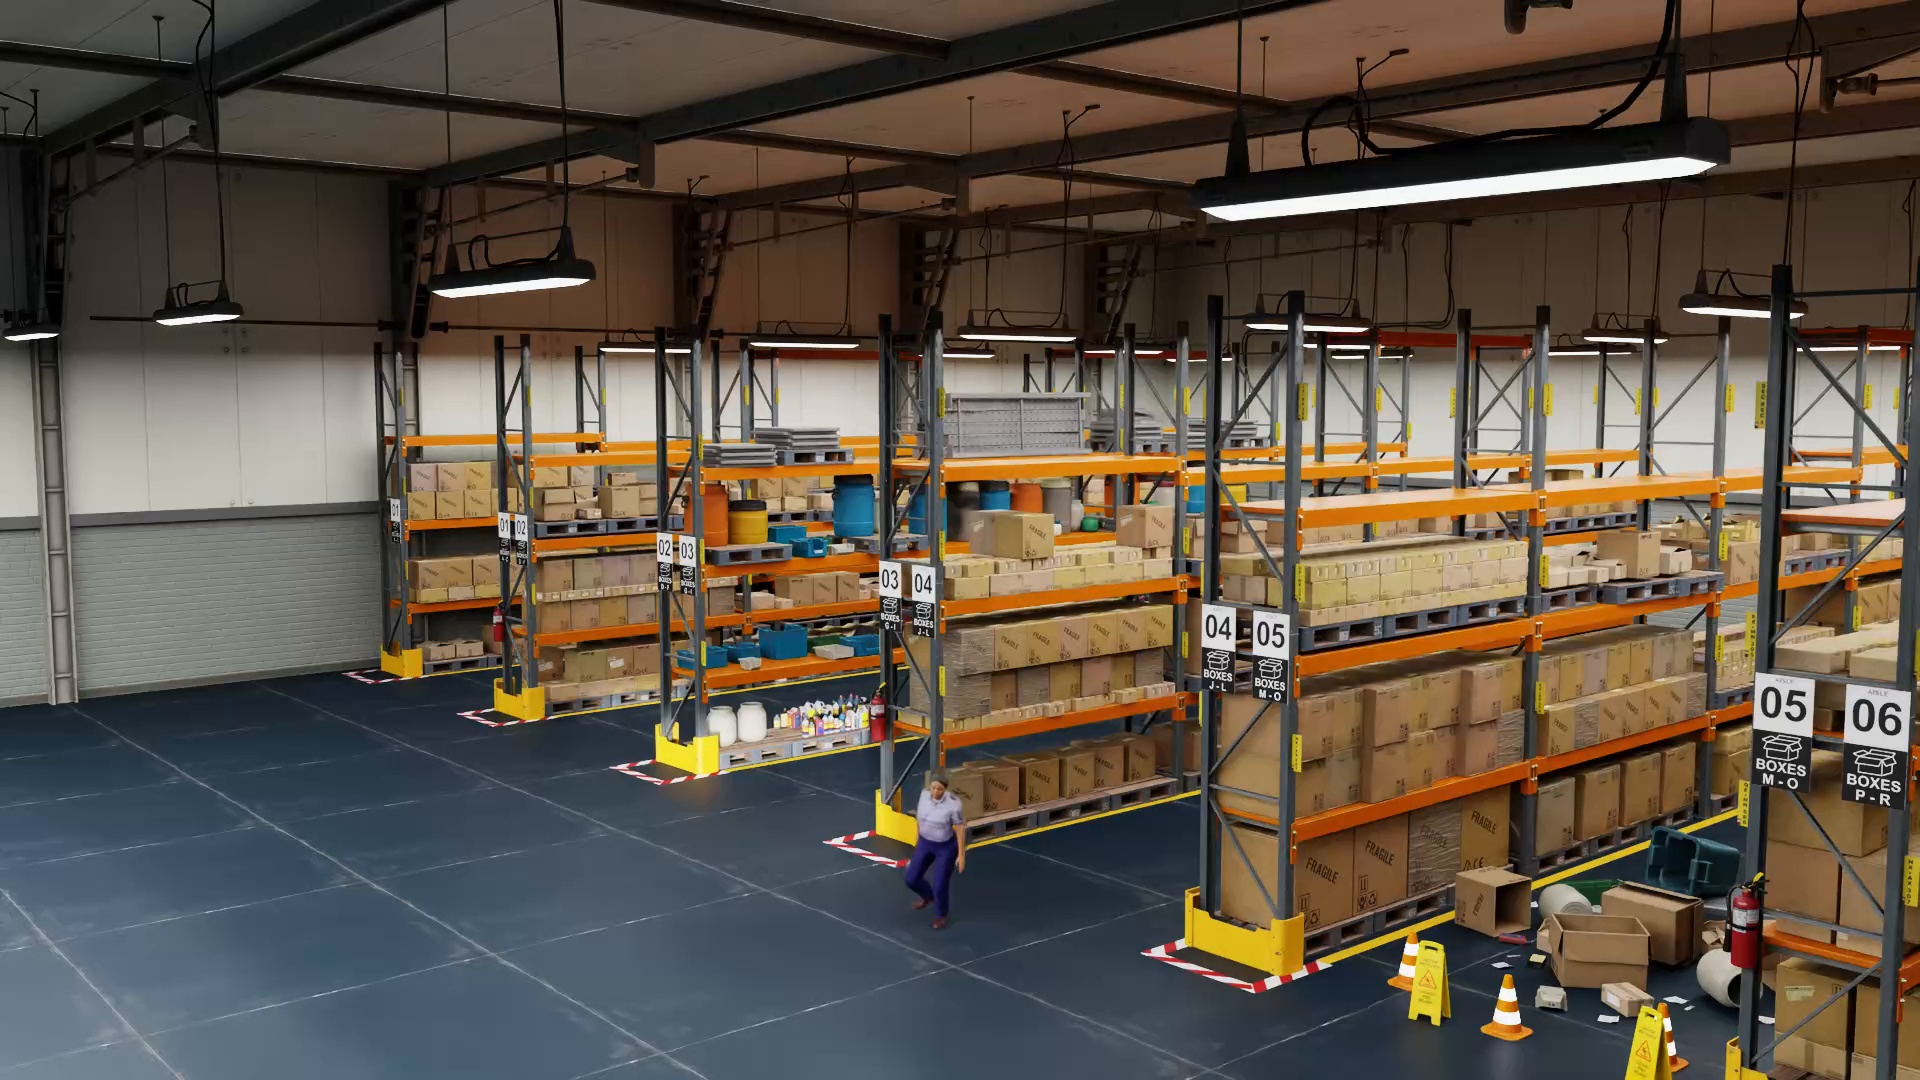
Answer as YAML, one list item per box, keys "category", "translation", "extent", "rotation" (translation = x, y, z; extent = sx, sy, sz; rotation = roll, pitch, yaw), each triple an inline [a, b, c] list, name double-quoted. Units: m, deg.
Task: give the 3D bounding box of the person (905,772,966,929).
- category: "person"
  translation: [-0.208, 2.933, 15.919]
  extent: [0.748, 1.565, 0.606]
  rotation: [3, 6, 27]

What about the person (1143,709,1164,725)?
- category: "person"
  translation: [2.940, 1.947, 25.746]
  extent: [0.677, 1.811, 0.826]
  rotation: [5, 7, 44]
